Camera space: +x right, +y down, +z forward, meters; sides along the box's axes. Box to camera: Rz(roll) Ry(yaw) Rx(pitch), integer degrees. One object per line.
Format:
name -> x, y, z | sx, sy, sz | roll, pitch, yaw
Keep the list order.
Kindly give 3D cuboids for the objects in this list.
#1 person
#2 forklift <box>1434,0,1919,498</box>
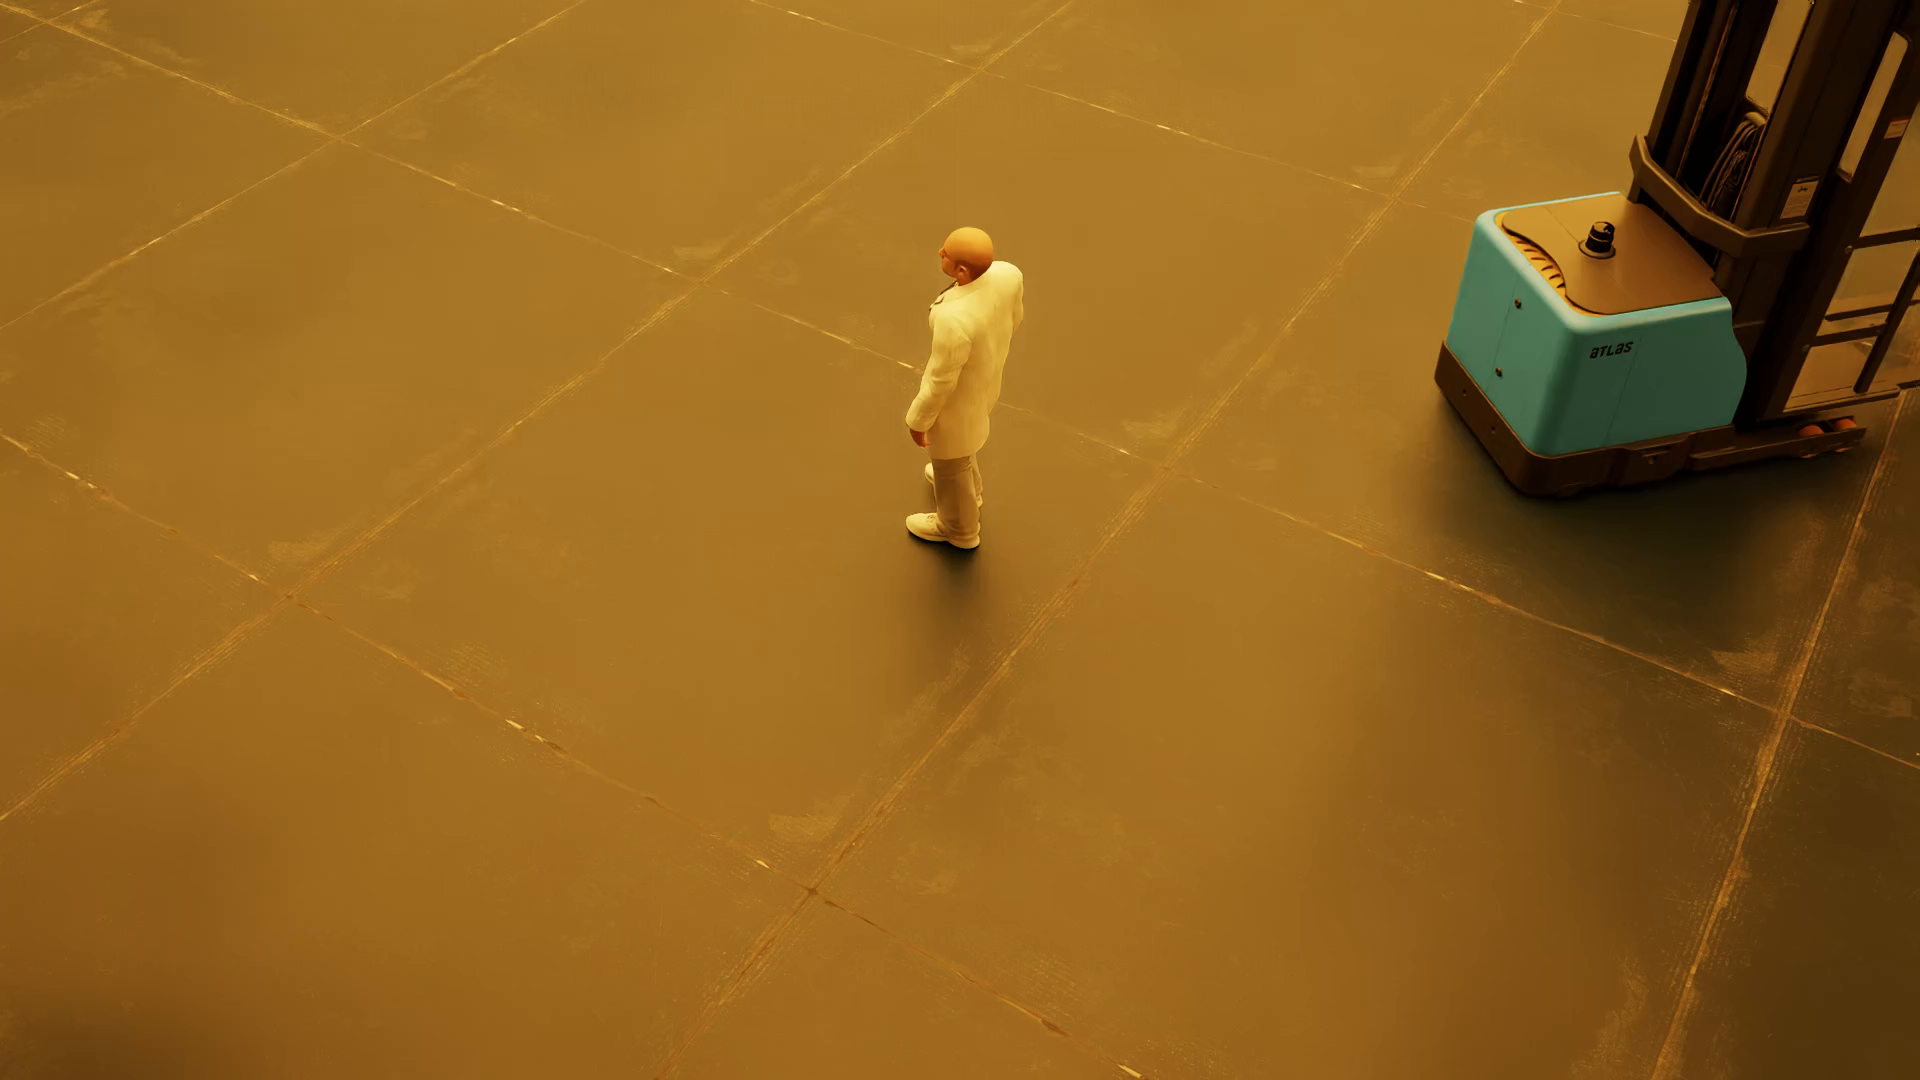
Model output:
person -> -0.075, -0.687, 7.401 | 0.579, 1.778, 0.696 | 24, 48, 23
forklift -> 4.075, -1.822, 7.770 | 3.031, 2.935, 1.130 | -10, 44, -10
